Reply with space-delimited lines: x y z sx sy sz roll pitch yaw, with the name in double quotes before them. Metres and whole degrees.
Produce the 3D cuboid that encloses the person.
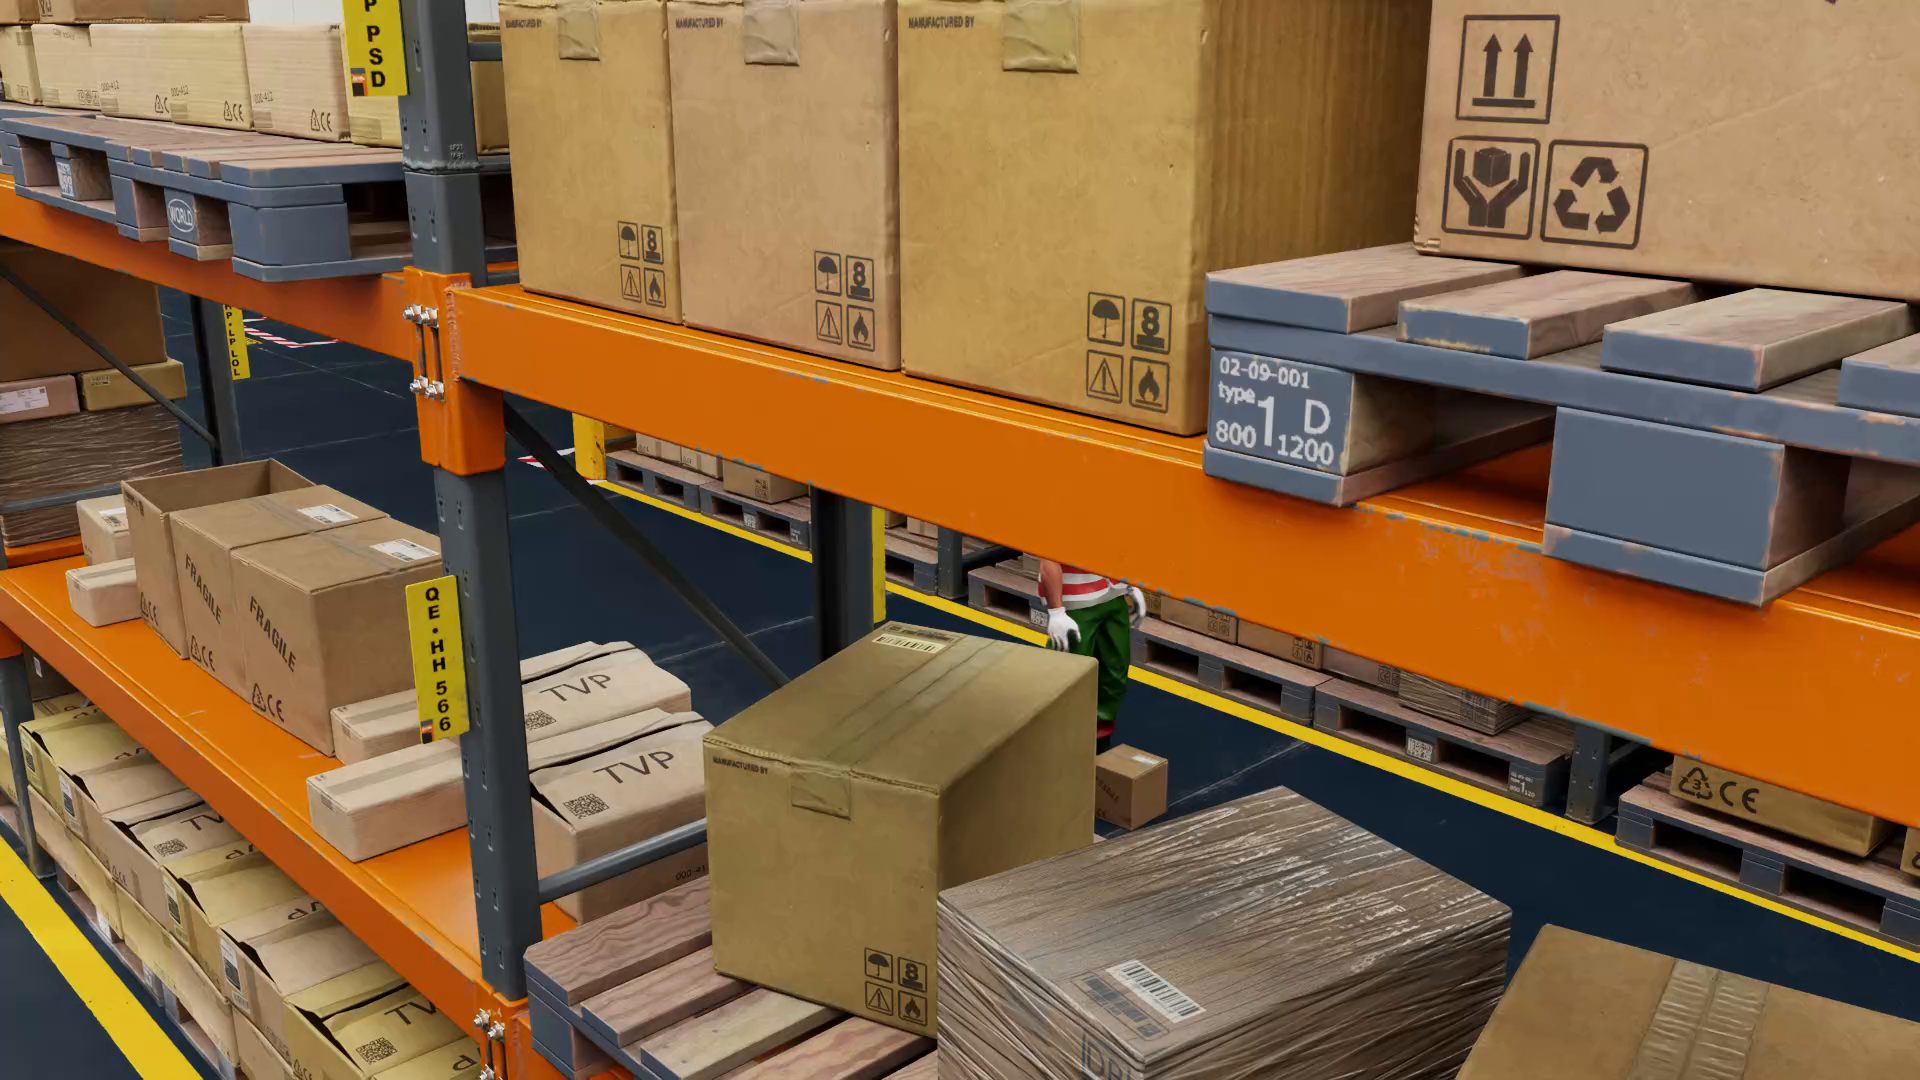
"person" 0.575 0.281 7.107 0.445 1.780 0.620 16 23 41
